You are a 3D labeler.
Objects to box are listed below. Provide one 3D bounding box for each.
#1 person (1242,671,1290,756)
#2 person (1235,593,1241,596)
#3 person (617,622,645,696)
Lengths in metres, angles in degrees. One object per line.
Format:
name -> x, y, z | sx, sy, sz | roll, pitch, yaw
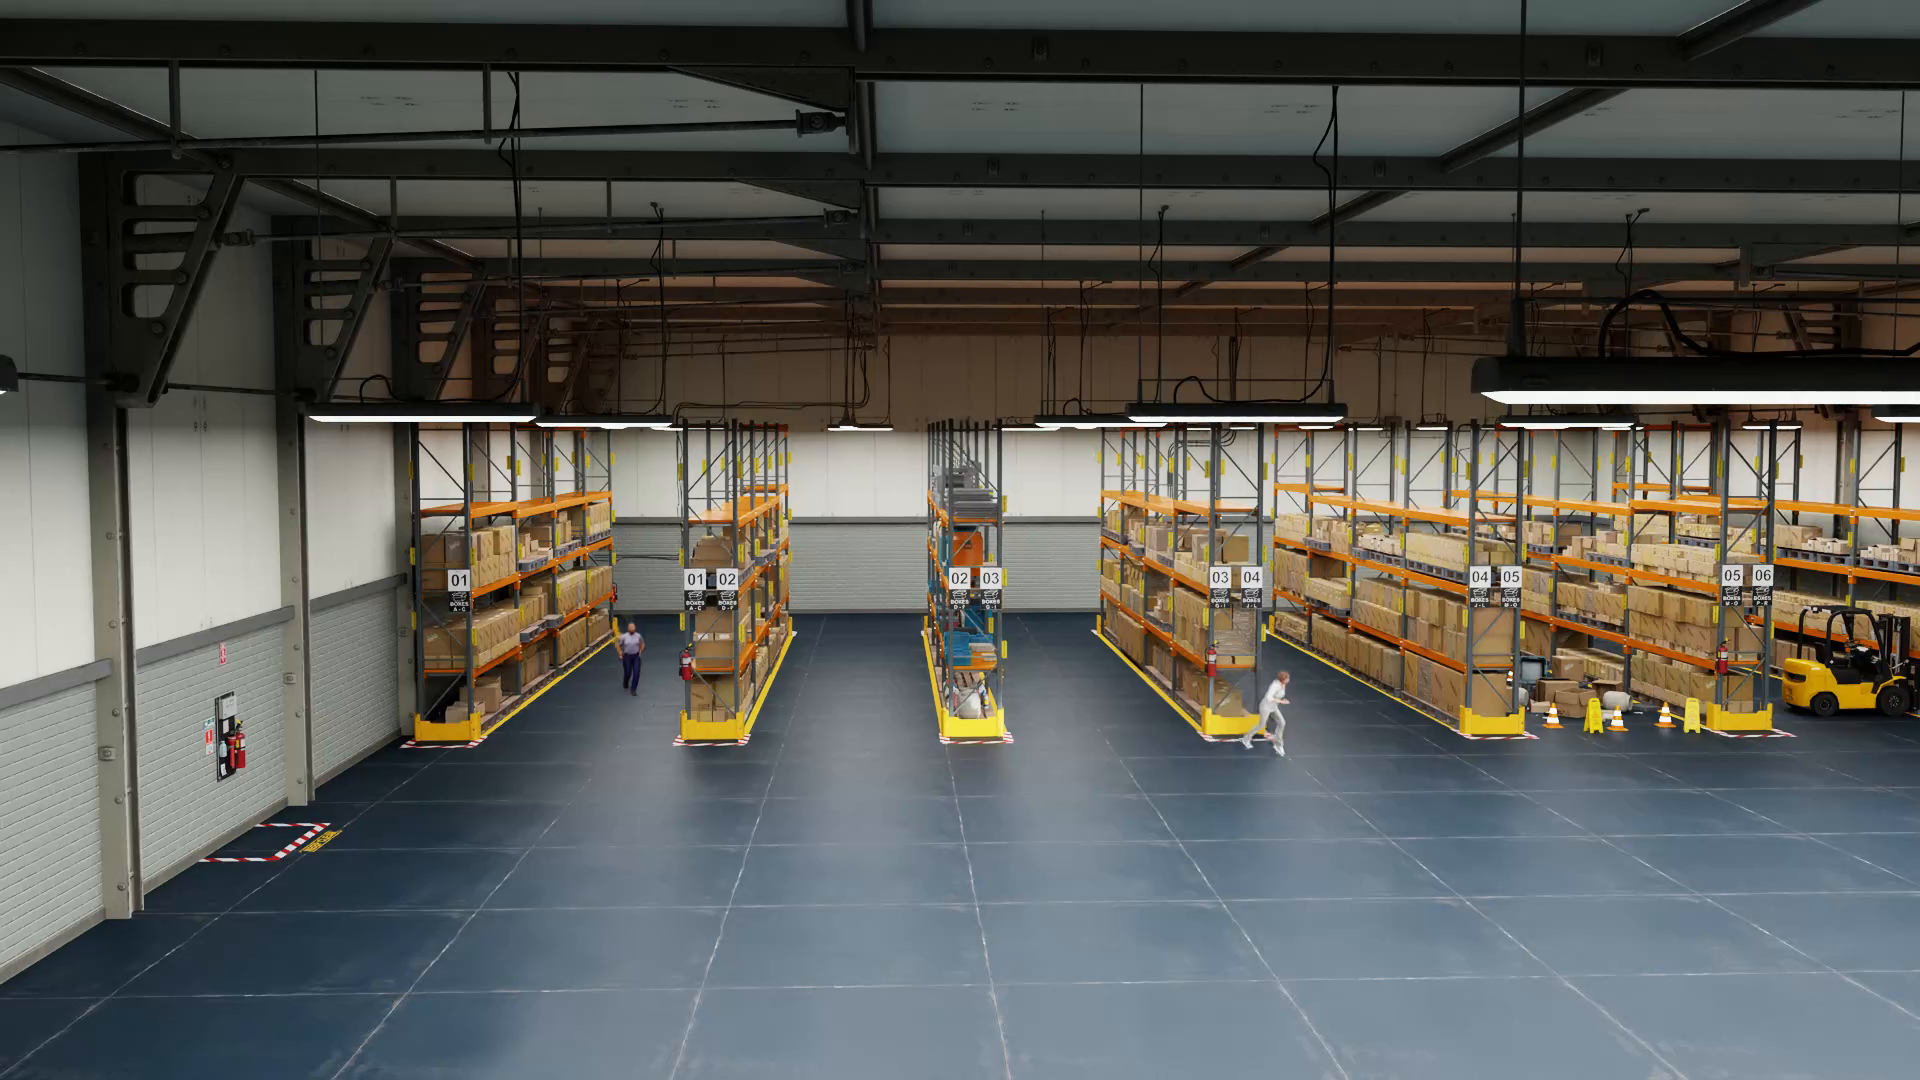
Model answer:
person -> 5.493, 3.079, 29.803 | 0.911, 1.542, 0.581 | 3, 4, 35
person -> 7.754, 1.950, 45.383 | 0.661, 1.773, 0.798 | 0, 4, 4
person -> -7.192, 2.601, 36.425 | 0.614, 1.605, 0.551 | -1, 4, -21
